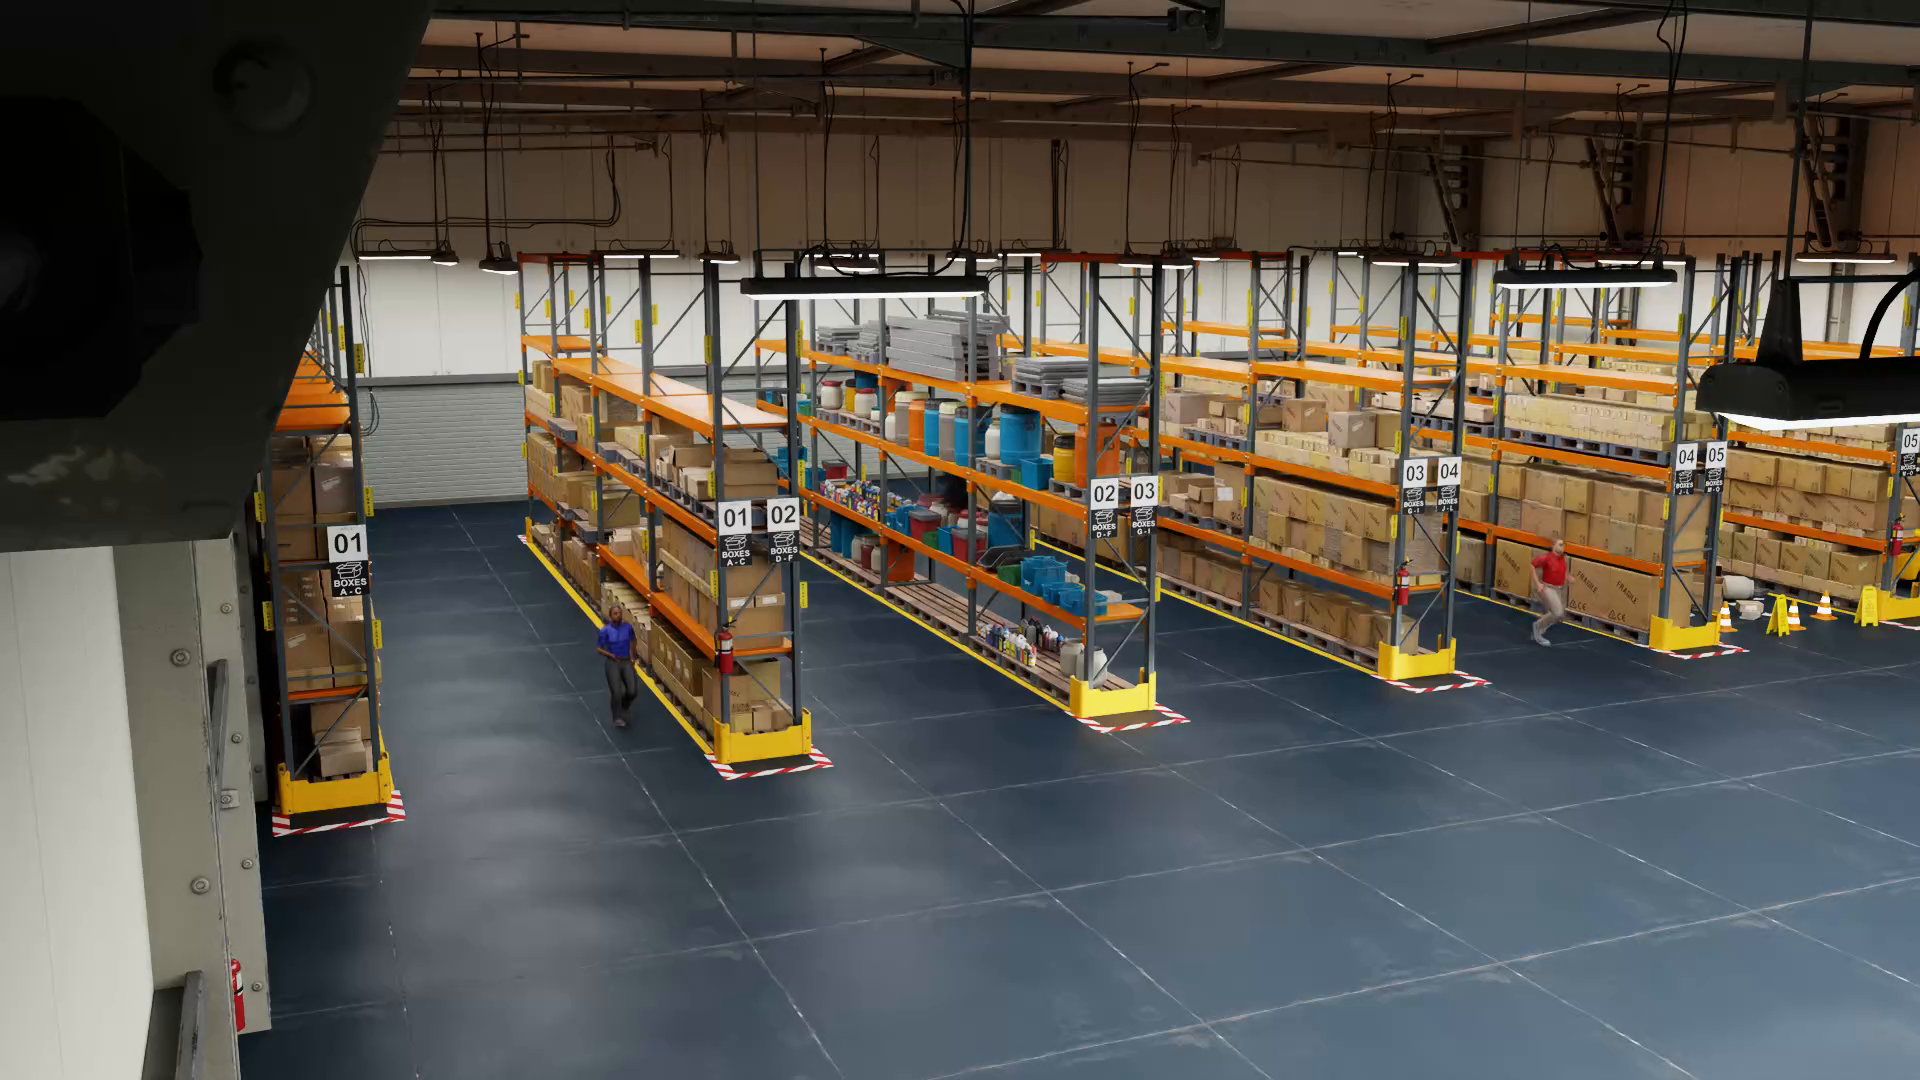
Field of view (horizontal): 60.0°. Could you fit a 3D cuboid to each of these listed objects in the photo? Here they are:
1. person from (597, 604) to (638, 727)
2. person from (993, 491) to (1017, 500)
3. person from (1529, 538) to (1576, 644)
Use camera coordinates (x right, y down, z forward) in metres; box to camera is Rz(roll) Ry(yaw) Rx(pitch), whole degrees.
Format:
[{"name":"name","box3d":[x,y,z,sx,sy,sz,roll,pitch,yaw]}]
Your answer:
[{"name":"person","box3d":[-4.390,1.649,21.540,0.565,1.601,0.542,-5,12,-26]},{"name":"person","box3d":[0.835,-0.350,31.525,0.584,1.673,0.774,-5,12,-27]},{"name":"person","box3d":[9.250,0.807,25.919,0.662,1.682,0.632,-8,13,-39]}]
